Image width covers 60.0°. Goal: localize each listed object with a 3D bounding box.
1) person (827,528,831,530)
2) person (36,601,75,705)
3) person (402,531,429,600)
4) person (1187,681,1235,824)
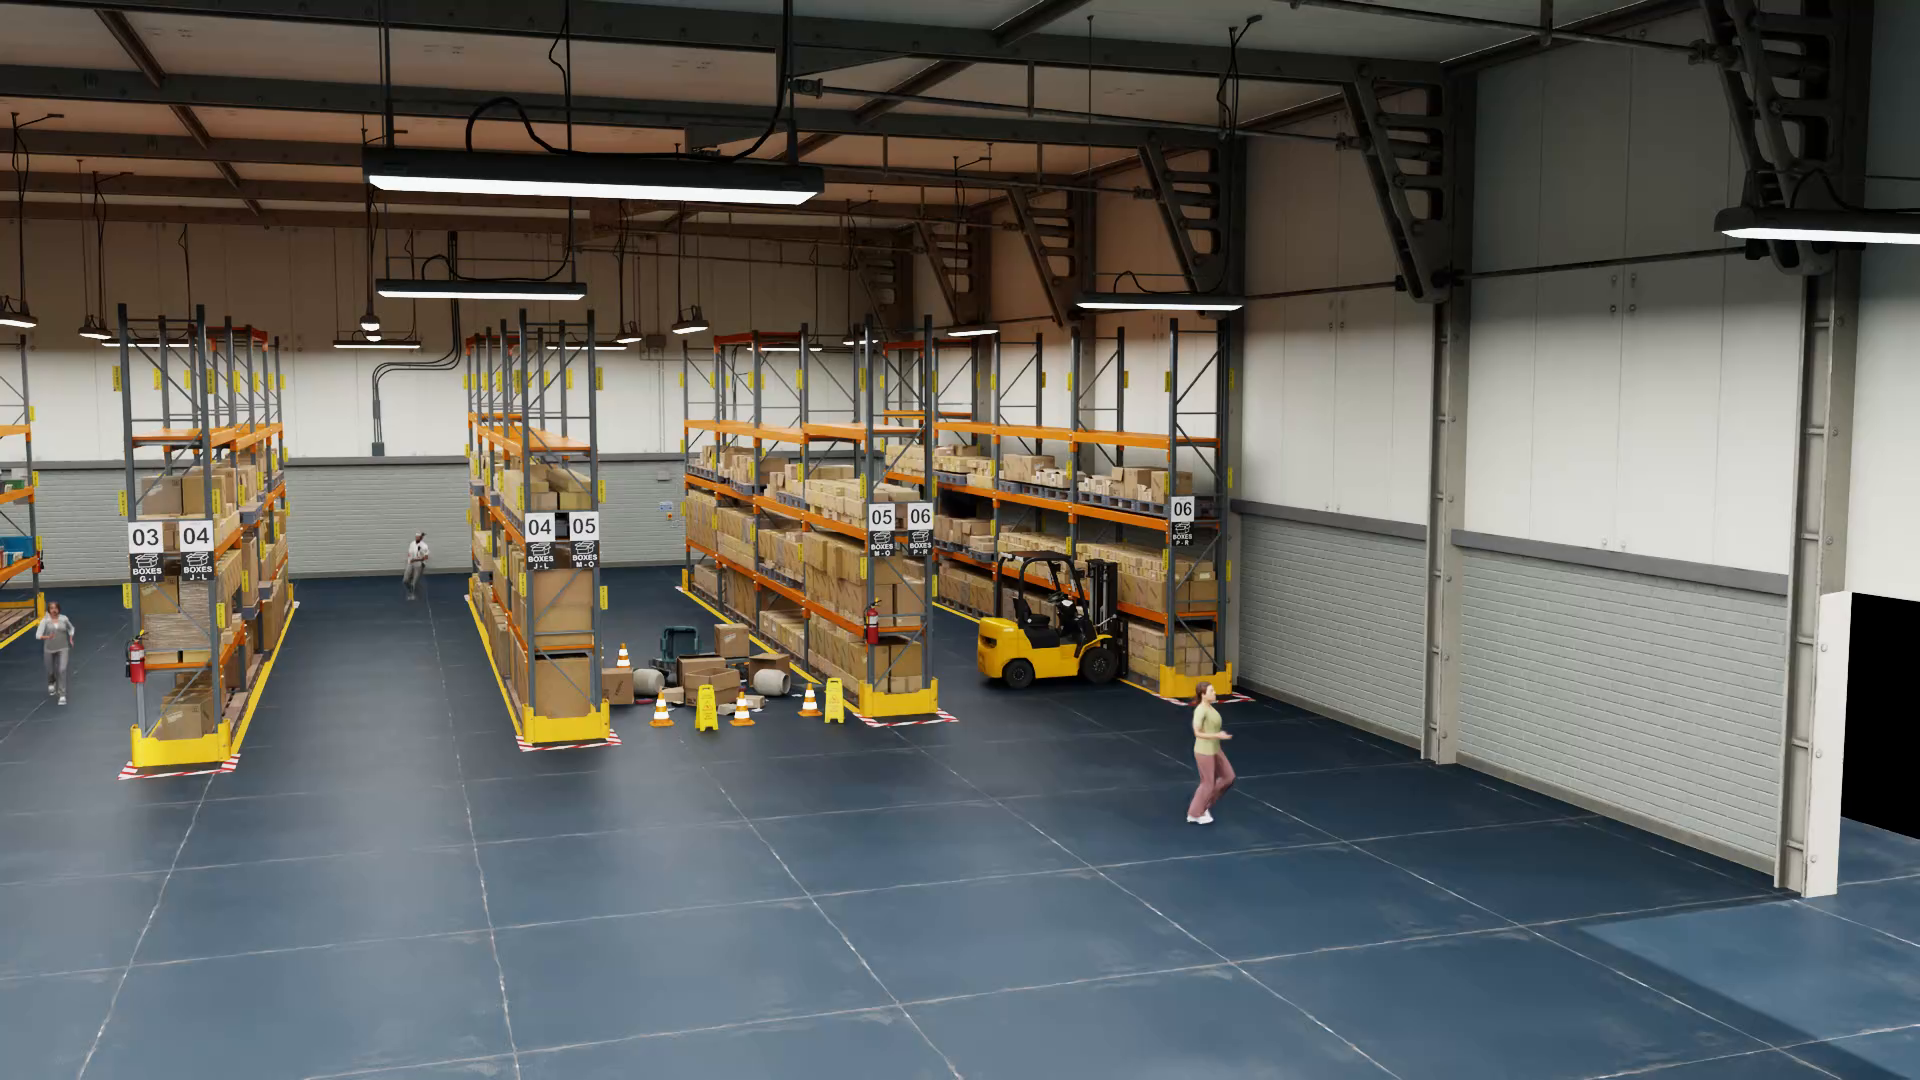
[{"bbox_3d":[-2.956,0.343,37.278,0.614,1.670,0.691,-3,6,-27],"label":"person"},{"bbox_3d":[-14.105,1.737,25.957,0.543,1.578,0.882,-3,6,-31],"label":"person"},{"bbox_3d":[-12.448,0.582,38.031,0.657,1.628,0.566,1,6,13],"label":"person"},{"bbox_3d":[2.839,2.398,18.756,0.556,1.631,0.567,3,6,29],"label":"person"}]
